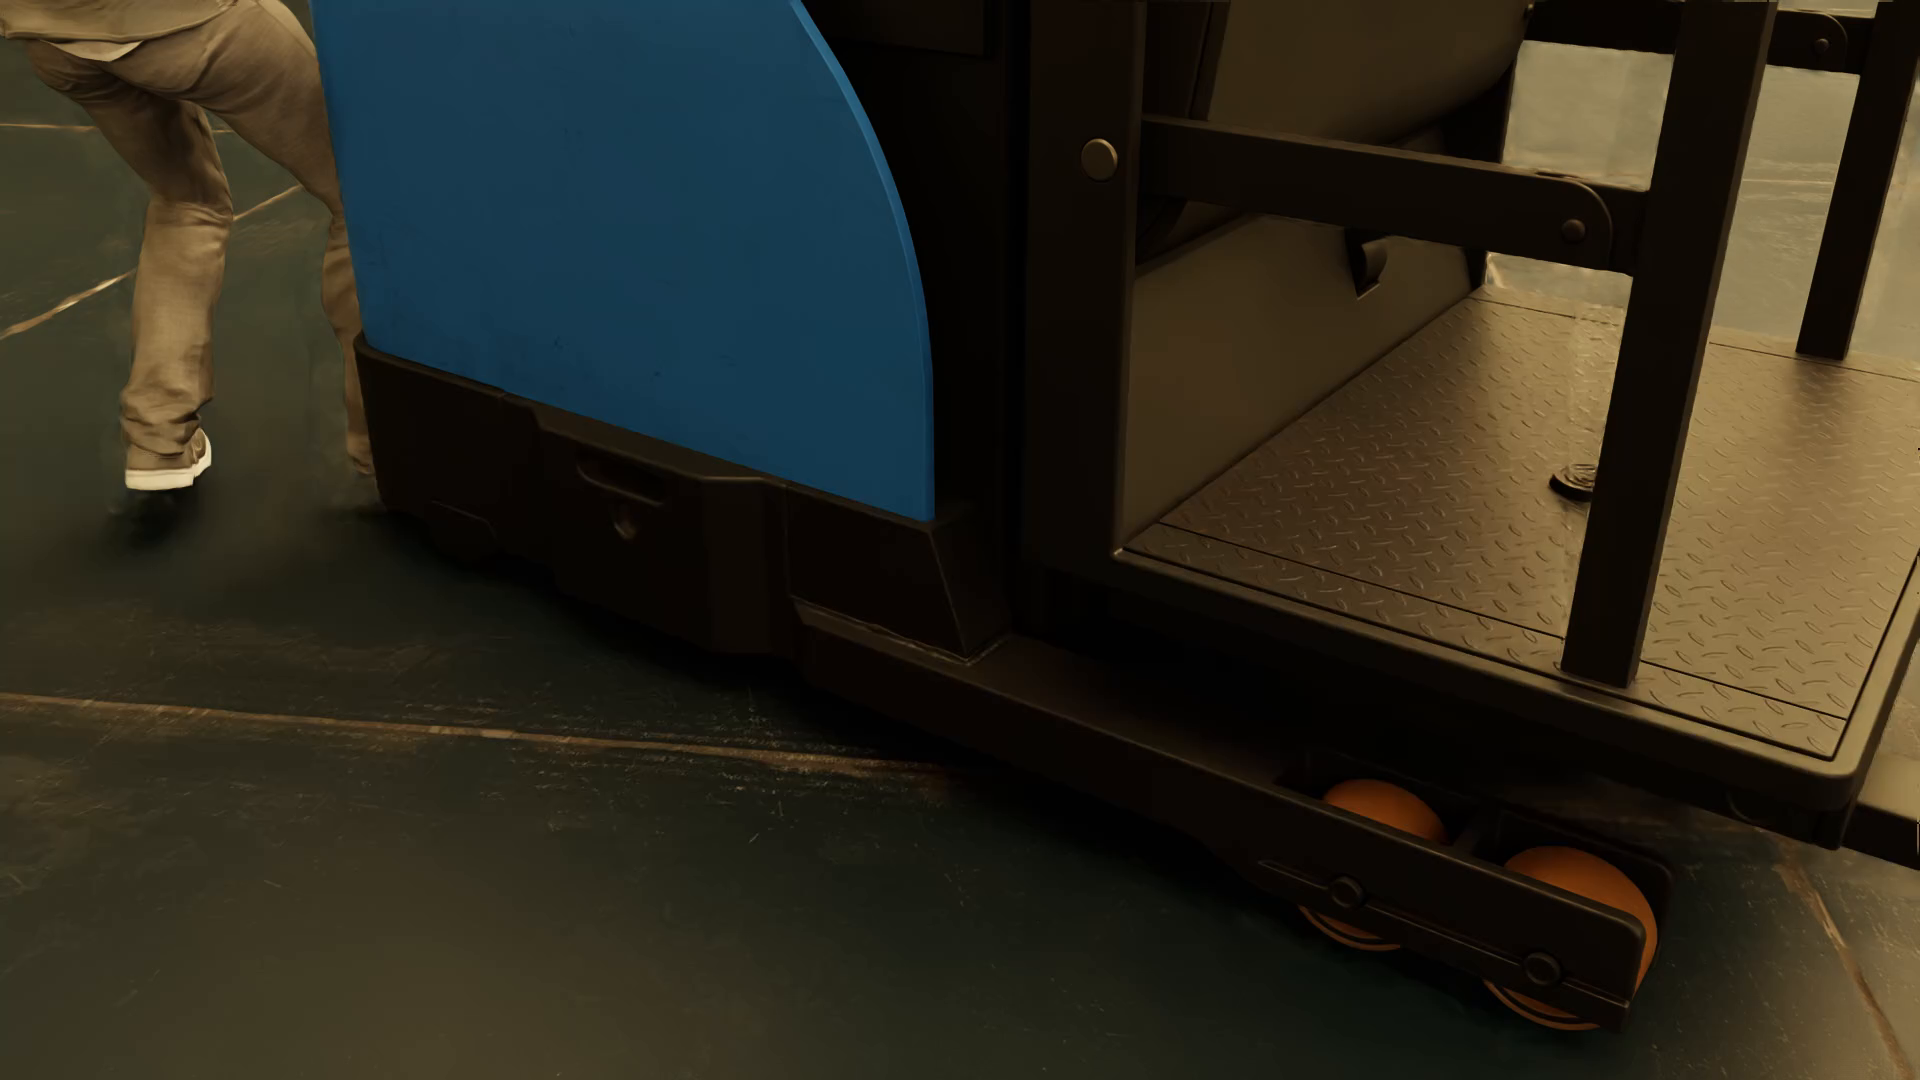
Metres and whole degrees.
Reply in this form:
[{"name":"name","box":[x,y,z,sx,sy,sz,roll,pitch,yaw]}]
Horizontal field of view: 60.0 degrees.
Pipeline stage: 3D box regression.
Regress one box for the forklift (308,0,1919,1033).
[{"name":"forklift","box":[0.628,-1.120,1.463,3.031,2.935,1.130,17,31,31]}]

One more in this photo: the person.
[{"name":"person","box":[-1.066,-0.774,2.328,0.606,1.530,0.497,9,28,17]}]
